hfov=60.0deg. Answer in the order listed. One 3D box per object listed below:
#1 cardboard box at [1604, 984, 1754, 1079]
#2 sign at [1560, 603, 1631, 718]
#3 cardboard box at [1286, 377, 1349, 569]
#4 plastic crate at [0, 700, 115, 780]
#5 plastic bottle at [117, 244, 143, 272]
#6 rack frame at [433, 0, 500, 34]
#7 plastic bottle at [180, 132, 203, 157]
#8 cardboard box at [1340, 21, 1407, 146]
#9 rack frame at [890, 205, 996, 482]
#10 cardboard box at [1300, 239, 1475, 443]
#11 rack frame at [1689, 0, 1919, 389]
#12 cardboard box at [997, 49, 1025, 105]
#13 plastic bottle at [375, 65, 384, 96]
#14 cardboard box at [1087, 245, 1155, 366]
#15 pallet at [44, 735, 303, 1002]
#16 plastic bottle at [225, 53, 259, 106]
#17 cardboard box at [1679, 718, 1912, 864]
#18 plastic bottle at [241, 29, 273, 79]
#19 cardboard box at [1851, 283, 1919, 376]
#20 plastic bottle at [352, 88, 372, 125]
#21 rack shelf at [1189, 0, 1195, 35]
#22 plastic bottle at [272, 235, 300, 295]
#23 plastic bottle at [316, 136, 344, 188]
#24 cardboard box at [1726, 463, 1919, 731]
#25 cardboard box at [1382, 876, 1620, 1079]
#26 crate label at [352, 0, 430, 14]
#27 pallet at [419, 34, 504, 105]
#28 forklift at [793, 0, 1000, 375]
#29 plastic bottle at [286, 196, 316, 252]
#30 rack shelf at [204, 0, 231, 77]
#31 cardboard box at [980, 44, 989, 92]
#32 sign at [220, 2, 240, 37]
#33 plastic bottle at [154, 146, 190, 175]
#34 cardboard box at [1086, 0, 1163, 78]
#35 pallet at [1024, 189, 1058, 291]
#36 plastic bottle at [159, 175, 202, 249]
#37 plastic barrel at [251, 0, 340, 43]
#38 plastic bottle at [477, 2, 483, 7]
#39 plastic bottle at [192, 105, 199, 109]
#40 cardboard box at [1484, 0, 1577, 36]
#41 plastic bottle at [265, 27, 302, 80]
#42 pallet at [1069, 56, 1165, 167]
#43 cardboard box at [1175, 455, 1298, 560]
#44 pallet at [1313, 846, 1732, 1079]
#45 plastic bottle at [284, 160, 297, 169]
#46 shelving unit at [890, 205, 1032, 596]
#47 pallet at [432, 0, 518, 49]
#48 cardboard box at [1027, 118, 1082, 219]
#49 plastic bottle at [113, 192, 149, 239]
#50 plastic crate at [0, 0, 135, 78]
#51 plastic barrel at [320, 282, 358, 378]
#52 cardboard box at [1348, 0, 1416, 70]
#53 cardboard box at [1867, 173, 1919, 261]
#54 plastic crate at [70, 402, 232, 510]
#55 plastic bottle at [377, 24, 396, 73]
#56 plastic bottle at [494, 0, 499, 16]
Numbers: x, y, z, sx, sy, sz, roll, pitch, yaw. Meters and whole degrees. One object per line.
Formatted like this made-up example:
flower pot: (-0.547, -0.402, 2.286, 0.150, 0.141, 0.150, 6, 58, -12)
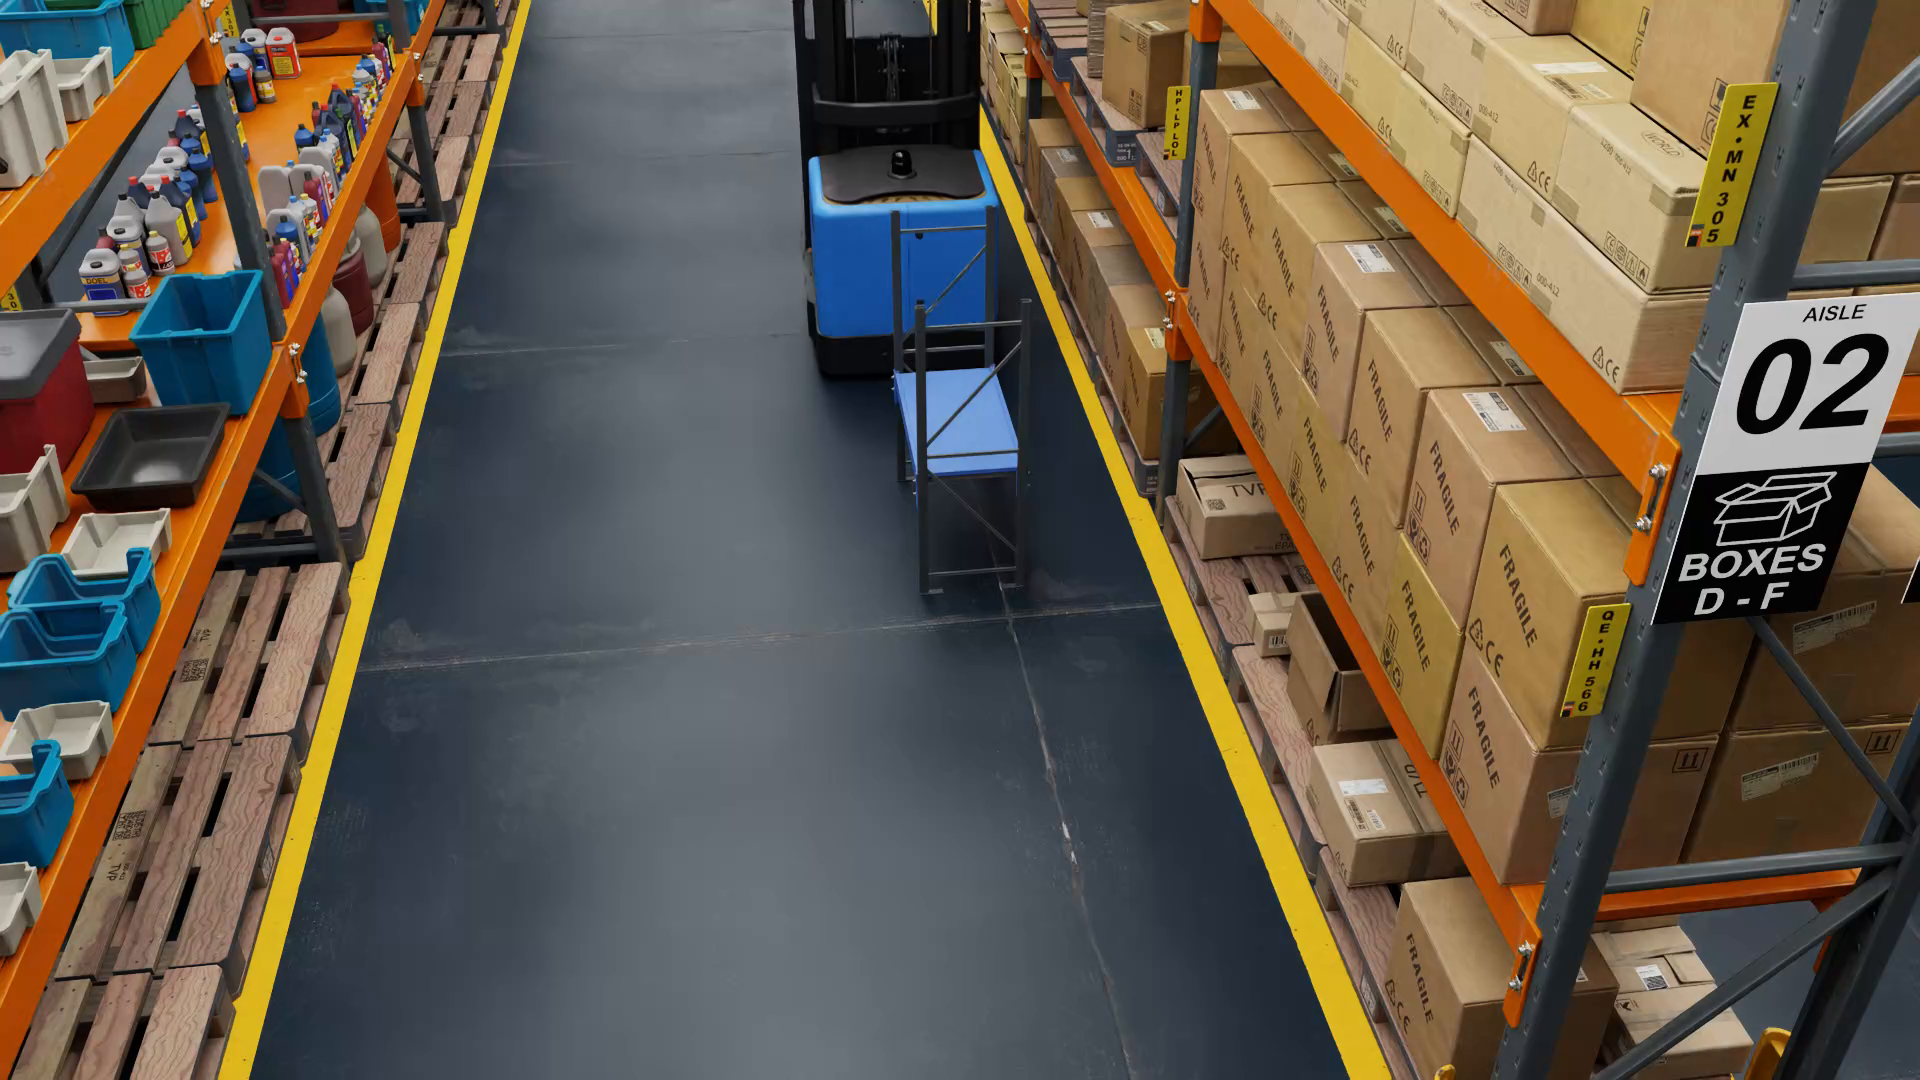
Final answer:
cardboard box: (2.312, 1.598, 5.383, 0.380, 0.149, 0.250, -4, 35, -6)
sign: (1.475, 0.283, 3.862, 0.100, 0.325, 0.005, -4, 35, -6)
cardboard box: (1.495, -0.259, 5.877, 0.500, 0.500, 0.500, -5, 35, -7)
plastic crate: (-2.641, 0.592, 4.899, 0.250, 0.136, 0.298, -4, 35, -6)
plastic bottle: (-3.793, -1.253, 7.601, 0.097, 0.201, 0.097, 0, 34, 0)
rack frame: (-4.495, -5.462, 13.601, 1.000, 3.000, 0.127, -4, 35, -6)
plastic bottle: (-3.959, -1.972, 8.594, 0.097, 0.271, 0.097, 0, 34, 0)
cardboard box: (1.509, -1.421, 5.141, 0.500, 0.250, 0.500, -4, 35, -6)
rack frame: (-0.080, -0.951, 8.314, 0.500, 1.500, 0.032, -4, 35, -6)
cardboard box: (1.483, -0.678, 5.605, 0.500, 0.500, 0.500, -3, 34, -5)
rack frame: (2.028, -1.618, 2.633, 1.000, 3.000, 0.127, -4, 35, -6)
cardboard box: (0.561, -3.435, 12.198, 0.500, 0.311, 0.500, -5, 35, -7)
plastic bottle: (-3.438, -2.706, 9.733, 0.097, 0.201, 0.097, 0, 34, 0)
cardboard box: (1.014, -1.330, 9.367, 0.500, 0.500, 0.500, -4, 34, -6)
pallet: (-3.115, 1.244, 6.237, 1.003, 0.211, 1.213, -4, 35, -6)
plastic bottle: (-4.157, -2.655, 9.592, 0.152, 0.276, 0.135, -4, 35, -6)
cardboard box: (2.229, 0.552, 4.687, 0.500, 0.500, 0.500, -4, 34, -5)
plastic bottle: (-4.219, -2.913, 9.971, 0.152, 0.276, 0.135, -4, 35, -6)
cardboard box: (2.210, -0.622, 3.969, 0.500, 0.250, 0.500, -4, 35, -6)
plastic bottle: (-3.373, -2.434, 9.334, 0.097, 0.201, 0.097, 0, 34, 0)
rack shelf: (1.221, -3.429, 8.594, 1.077, 0.370, 4.000, -4, 35, -6)
plastic bottle: (-3.064, -1.261, 7.540, 0.061, 0.283, 0.133, -4, 35, -6)
plastic bottle: (-3.248, -1.945, 8.554, 0.097, 0.271, 0.097, 0, 34, 0)
cardboard box: (2.229, 0.139, 4.406, 0.500, 0.500, 0.500, -3, 34, -5)
cardboard box: (1.710, 1.428, 5.321, 0.500, 0.500, 0.500, -4, 35, -6)
crate label: (-3.823, -3.820, 11.160, 0.502, 0.435, 0.616, -4, 35, -6)
pallet: (-4.351, -3.875, 13.748, 1.003, 0.211, 1.213, -4, 35, -6)
forklift: (-0.451, -2.968, 10.002, 1.130, 2.935, 3.031, -4, 34, -5)
plastic bottle: (-3.142, -1.503, 7.906, 0.097, 0.271, 0.097, 0, 34, 0)
rack shelf: (-3.688, -3.056, 8.046, 1.077, 0.370, 4.000, -4, 35, -6)
cardboard box: (0.430, -3.771, 13.188, 0.500, 0.250, 0.500, -4, 34, -5)
sign: (-4.501, -3.252, 10.213, 0.100, 0.325, 0.005, -4, 35, -6)
plastic bottle: (-3.959, -1.832, 8.385, 0.152, 0.276, 0.135, -4, 35, -6)
cardboard box: (1.082, -2.950, 9.454, 0.700, 0.500, 0.500, 2, 34, 3)
pallet: (1.015, -2.031, 11.043, 1.003, 0.211, 1.213, -4, 35, -6)
plastic bottle: (-3.749, -1.580, 7.948, 0.144, 0.351, 0.185, -4, 35, -6)
plastic barrel: (-4.320, -3.522, 10.634, 0.600, 0.536, 0.708, -4, 35, -6)
plastic bottle: (-4.280, -4.902, 14.802, 0.061, 0.283, 0.133, -4, 35, -6)
plastic bottle: (-4.075, -2.200, 8.928, 0.097, 0.271, 0.097, 0, 34, 0)
cardboard box: (1.786, -1.675, 4.403, 0.700, 0.500, 0.500, -4, 35, -6)
plastic bottle: (-4.069, -2.924, 9.988, 0.152, 0.276, 0.135, -4, 35, -6)
pallet: (1.218, -2.439, 9.336, 1.003, 0.211, 1.213, -4, 35, -6)
cardboard box: (1.332, -0.191, 7.864, 0.500, 0.311, 0.500, -4, 35, -6)
pallet: (1.909, 1.526, 5.823, 1.003, 0.211, 1.213, -4, 35, -6)
plastic bottle: (-3.381, -1.829, 8.447, 0.097, 0.201, 0.097, 0, 34, 0)
shelving unit: (-0.011, -0.667, 7.897, 0.538, 1.500, 1.048, -4, 35, -6)
pallet: (-4.544, -4.688, 14.941, 1.003, 0.211, 1.213, -4, 35, -6)
cardboard box: (0.730, -2.476, 11.049, 0.500, 0.500, 0.500, -3, 34, -4)
plastic bottle: (-3.867, -1.466, 7.781, 0.144, 0.351, 0.185, -4, 35, -6)
plastic crate: (-2.980, -1.684, 5.543, 0.416, 0.233, 0.300, -4, 35, -6)
plastic barrel: (-3.558, -1.165, 9.133, 0.421, 0.512, 0.421, 0, 34, 0)
cardboard box: (1.501, -1.627, 5.000, 0.500, 0.250, 0.500, -4, 35, -6)
cardboard box: (2.216, -0.829, 3.829, 0.500, 0.250, 0.500, -4, 35, -6)
plastic crate: (-3.002, -0.305, 6.225, 0.437, 0.125, 0.590, -4, 35, -6)
plastic bottle: (-3.480, -2.988, 10.075, 0.061, 0.283, 0.133, -4, 35, -6)
plastic bottle: (-4.104, -4.728, 14.556, 0.097, 0.271, 0.097, 0, 34, 0)
